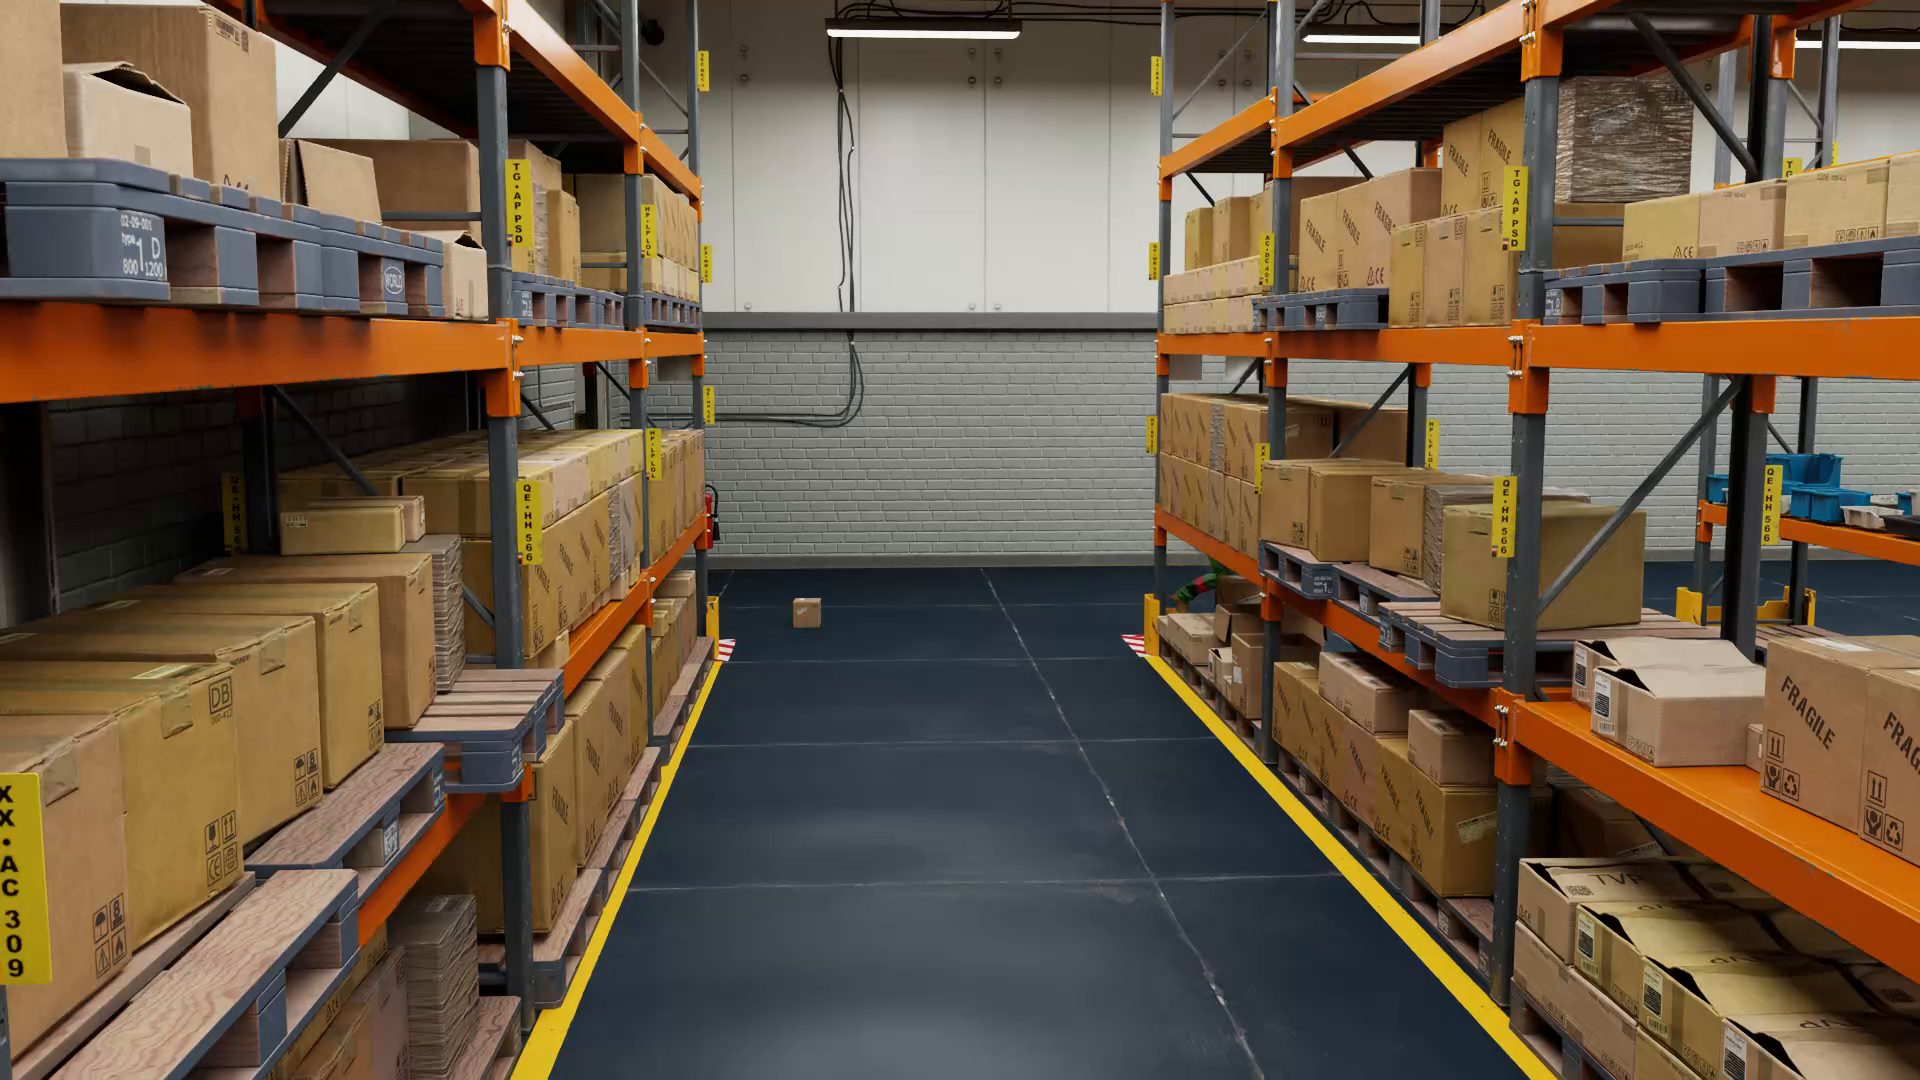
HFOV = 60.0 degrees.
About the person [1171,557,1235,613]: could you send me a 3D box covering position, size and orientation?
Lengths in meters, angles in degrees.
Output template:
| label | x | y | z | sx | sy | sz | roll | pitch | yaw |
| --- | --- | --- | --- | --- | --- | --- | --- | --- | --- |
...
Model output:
| label | x | y | z | sx | sy | sz | roll | pitch | yaw |
| --- | --- | --- | --- | --- | --- | --- | --- | --- | --- |
| person | 2.408 | -0.051 | 15.970 | 0.742 | 1.772 | 0.539 | 1 | 7 | 7 |
